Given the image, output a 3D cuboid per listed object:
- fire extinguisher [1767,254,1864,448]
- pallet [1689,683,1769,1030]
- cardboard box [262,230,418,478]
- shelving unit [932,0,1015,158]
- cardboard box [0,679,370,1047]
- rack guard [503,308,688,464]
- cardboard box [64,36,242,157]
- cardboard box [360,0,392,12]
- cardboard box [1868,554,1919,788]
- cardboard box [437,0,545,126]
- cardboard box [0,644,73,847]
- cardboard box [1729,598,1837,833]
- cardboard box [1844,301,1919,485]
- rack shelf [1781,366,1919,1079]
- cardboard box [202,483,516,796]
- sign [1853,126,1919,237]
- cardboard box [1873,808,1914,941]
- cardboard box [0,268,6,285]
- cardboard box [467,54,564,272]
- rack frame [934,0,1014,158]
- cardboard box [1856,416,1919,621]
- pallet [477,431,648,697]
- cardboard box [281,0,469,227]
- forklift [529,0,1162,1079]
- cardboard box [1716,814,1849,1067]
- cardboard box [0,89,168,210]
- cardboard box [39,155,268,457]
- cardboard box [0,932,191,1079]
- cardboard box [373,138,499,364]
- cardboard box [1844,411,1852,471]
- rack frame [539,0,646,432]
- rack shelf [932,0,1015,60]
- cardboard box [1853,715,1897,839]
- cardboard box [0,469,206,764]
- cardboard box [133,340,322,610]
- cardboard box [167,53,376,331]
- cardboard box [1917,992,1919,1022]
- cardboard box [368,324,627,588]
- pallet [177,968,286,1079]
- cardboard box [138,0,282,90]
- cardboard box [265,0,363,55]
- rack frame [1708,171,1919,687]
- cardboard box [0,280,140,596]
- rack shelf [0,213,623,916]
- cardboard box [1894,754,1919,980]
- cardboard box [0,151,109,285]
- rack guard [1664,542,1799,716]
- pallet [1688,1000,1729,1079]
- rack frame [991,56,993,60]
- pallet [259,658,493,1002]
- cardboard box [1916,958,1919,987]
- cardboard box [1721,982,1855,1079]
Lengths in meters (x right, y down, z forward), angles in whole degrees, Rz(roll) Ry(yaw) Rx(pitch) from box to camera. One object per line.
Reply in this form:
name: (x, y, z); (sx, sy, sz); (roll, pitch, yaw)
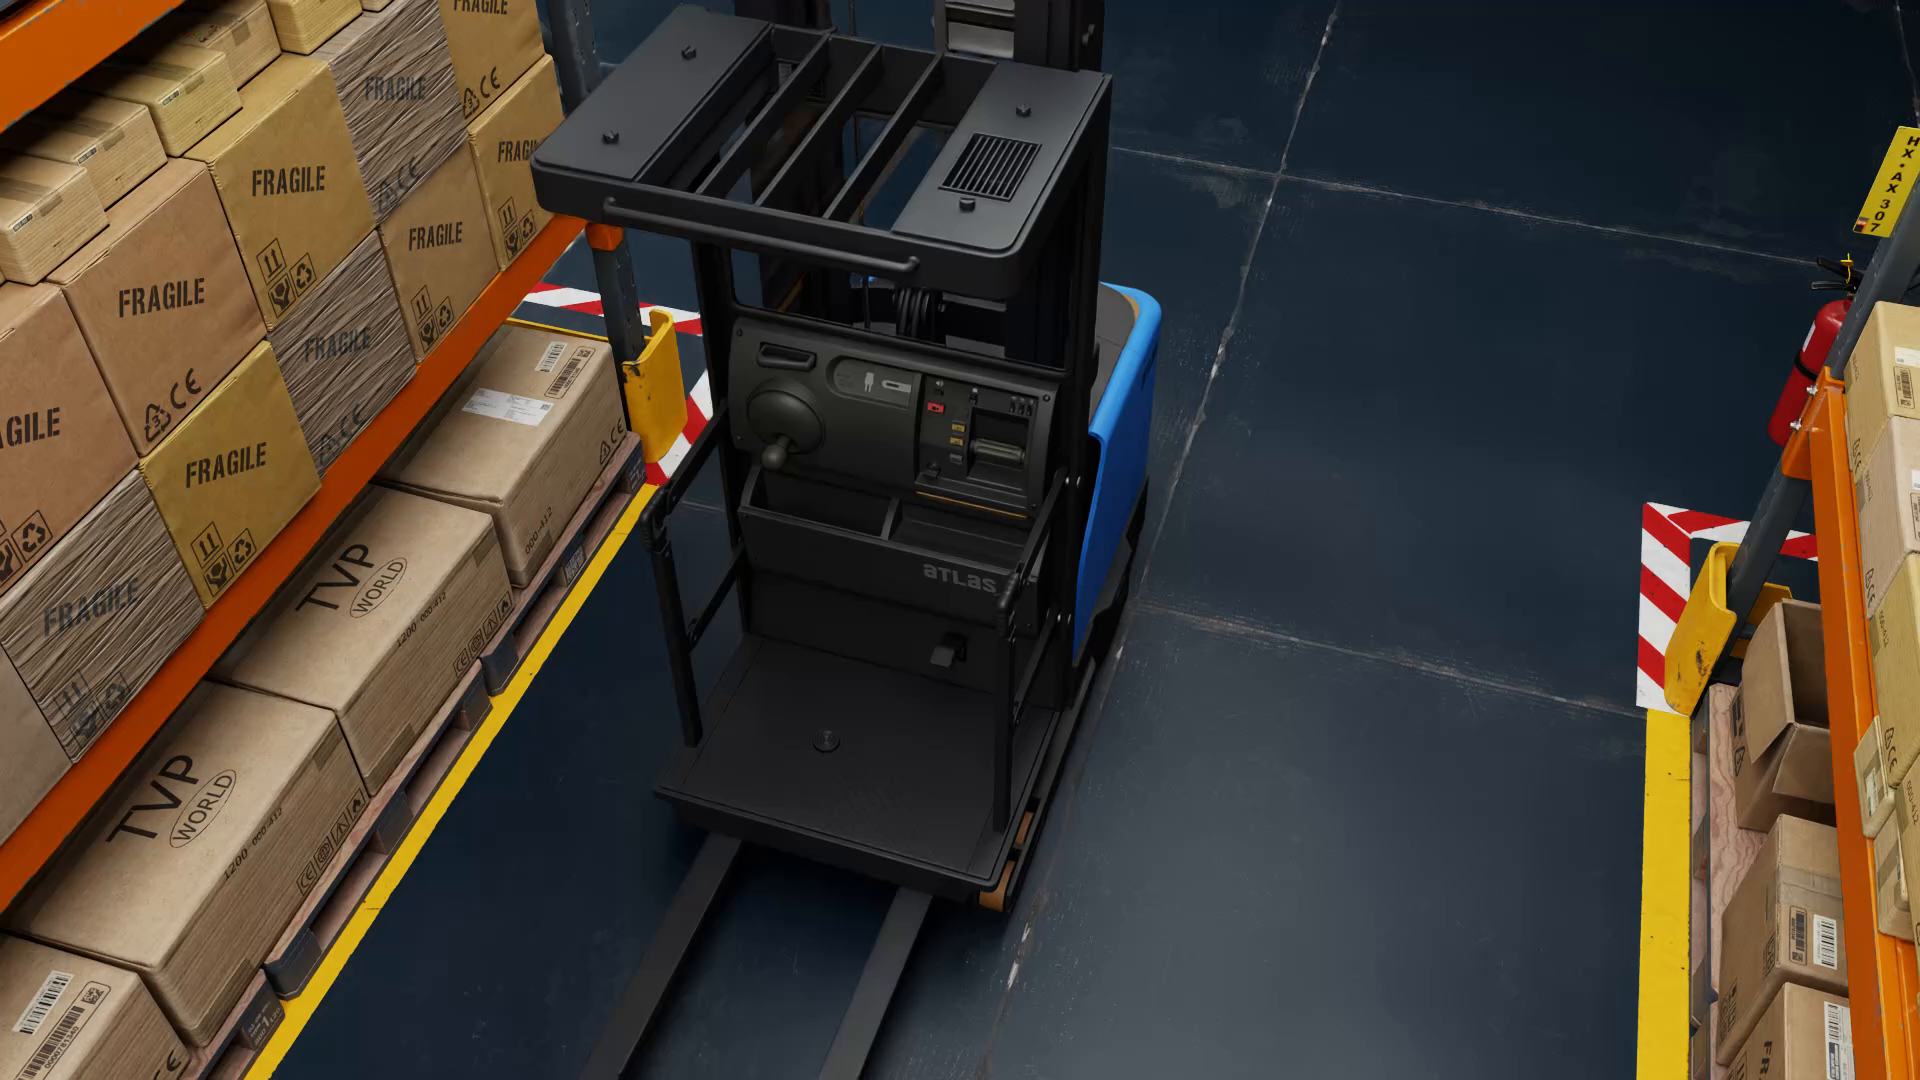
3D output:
fire extinguisher: (2.633, -0.569, 5.008); (0.296, 0.674, 0.183); (13, 46, 13)
pallet: (2.765, 1.045, 5.031); (1.003, 0.211, 1.213); (13, 46, 13)
cardboard box: (-1.910, -0.564, 4.611); (0.500, 0.500, 0.500); (14, 46, 14)
shelving unit: (0.190, -1.145, 5.919); (0.431, 2.100, 0.503); (13, 46, 13)
cardboard box: (-2.351, 0.857, 4.762); (0.875, 0.438, 0.875); (11, 45, 11)
rack guard: (-1.696, -0.705, 6.613); (1.175, 0.500, 0.348); (13, 46, 13)
cardboard box: (-1.955, -1.064, 3.942); (0.380, 0.149, 0.250); (14, 46, 13)
cardboard box: (-1.673, -1.562, 4.451); (0.380, 0.149, 0.250); (12, 46, 12)
cardboard box: (2.332, 0.334, 3.659); (0.500, 0.250, 0.500); (12, 46, 12)
cardboard box: (-1.622, -1.604, 4.958); (0.500, 0.500, 0.500); (14, 46, 14)
cardboard box: (-2.366, 0.456, 3.568); (0.500, 0.500, 0.500); (13, 46, 13)
cardboard box: (2.753, 0.596, 4.981); (0.797, 0.503, 0.637); (11, 45, 11)
cardboard box: (2.635, -0.341, 4.348); (0.500, 0.250, 0.500); (13, 46, 13)
rack shelf: (2.423, 1.056, 3.540); (1.077, 0.370, 4.000); (13, 46, 13)
cardboard box: (-2.077, 0.256, 5.375); (0.875, 0.438, 0.875); (14, 46, 14)
sign: (2.512, -0.958, 4.465); (0.100, 0.325, 0.005); (13, 46, 13)
cardboard box: (2.170, 0.745, 3.524); (0.380, 0.149, 0.250); (14, 46, 13)
cardboard box: (-2.232, -0.559, 3.426); (0.380, 0.149, 0.250); (12, 46, 12)
cardboard box: (-1.597, -1.241, 5.302); (0.500, 0.500, 0.500); (13, 46, 13)
rack frame: (0.112, -0.984, 5.754); (0.400, 2.100, 0.015); (13, 46, 13)
cardboard box: (2.482, -0.005, 4.005); (0.500, 0.250, 0.500); (13, 46, 13)
pallet: (-1.871, -0.036, 6.136); (1.003, 0.211, 1.213); (13, 46, 13)
cardboard box: (-1.752, -1.249, 4.596); (0.500, 0.500, 0.500); (13, 46, 13)
forklift: (-0.263, -0.240, 4.400); (1.130, 2.935, 3.031); (13, 46, 13)
cardboard box: (2.457, 1.159, 4.408); (0.700, 0.500, 0.500); (14, 46, 14)
cardboard box: (-2.052, -0.893, 3.768); (0.380, 0.149, 0.250); (14, 46, 14)
cardboard box: (-2.059, -0.586, 3.917); (0.500, 0.500, 0.500); (12, 46, 12)
cardboard box: (-2.622, 1.453, 4.152); (0.875, 0.438, 0.875); (12, 46, 12)
cardboard box: (-1.763, -0.909, 4.963); (0.500, 0.500, 0.500); (12, 46, 12)
cardboard box: (2.668, -0.283, 4.574); (0.380, 0.149, 0.250); (12, 46, 12)
rack frame: (-1.703, -1.583, 5.723); (1.000, 3.000, 0.127); (13, 46, 13)
rack shelf: (0.190, -1.636, 5.439); (0.431, 0.518, 0.480); (13, 46, 13)
cardboard box: (2.230, 0.565, 3.707); (0.380, 0.149, 0.250); (11, 46, 11)
cardboard box: (-2.210, 0.126, 3.905); (0.500, 0.500, 0.500); (13, 46, 13)
cardboard box: (-2.054, -0.218, 4.256); (0.500, 0.500, 0.500); (14, 46, 14)
cardboard box: (-1.905, -0.920, 4.259); (0.500, 0.500, 0.500); (12, 46, 12)
cardboard box: (2.040, 1.022, 2.956); (0.500, 0.250, 0.500); (12, 46, 12)
cardboard box: (-1.808, -0.356, 6.001); (0.875, 0.438, 0.875); (11, 45, 11)
pallet: (-2.610, 1.590, 4.474); (1.003, 0.211, 1.213); (13, 46, 13)
cardboard box: (-1.935, -1.243, 4.126); (0.380, 0.149, 0.250); (12, 46, 12)
cardboard box: (-1.788, -1.403, 4.288); (0.380, 0.149, 0.250); (14, 46, 13)
rack frame: (3.029, -0.534, 4.651); (1.000, 3.000, 0.127); (13, 46, 13)
cardboard box: (-2.215, -0.250, 3.574); (0.500, 0.500, 0.500); (13, 46, 13)
rack shelf: (-2.309, 0.008, 4.612); (1.077, 0.370, 4.000); (13, 46, 13)
cardboard box: (2.197, 0.679, 3.306); (0.500, 0.250, 0.500); (11, 46, 11)
cardboard box: (-2.092, -0.708, 3.579); (0.380, 0.149, 0.250); (13, 46, 13)
rack guard: (3.006, 0.410, 5.473); (1.175, 0.500, 0.348); (13, 46, 13)
pallet: (2.394, 1.856, 4.203); (1.003, 0.211, 1.213); (13, 46, 13)
rack frame: (0.268, -1.307, 6.084); (0.400, 2.100, 0.015); (13, 46, 13)
pallet: (-2.242, 0.774, 5.308); (1.003, 0.211, 1.213); (13, 46, 12)
cardboard box: (2.157, 0.931, 3.333); (0.380, 0.149, 0.250); (12, 46, 12)
cardboard box: (2.202, 1.490, 4.070); (0.500, 0.500, 0.500); (13, 46, 13)
